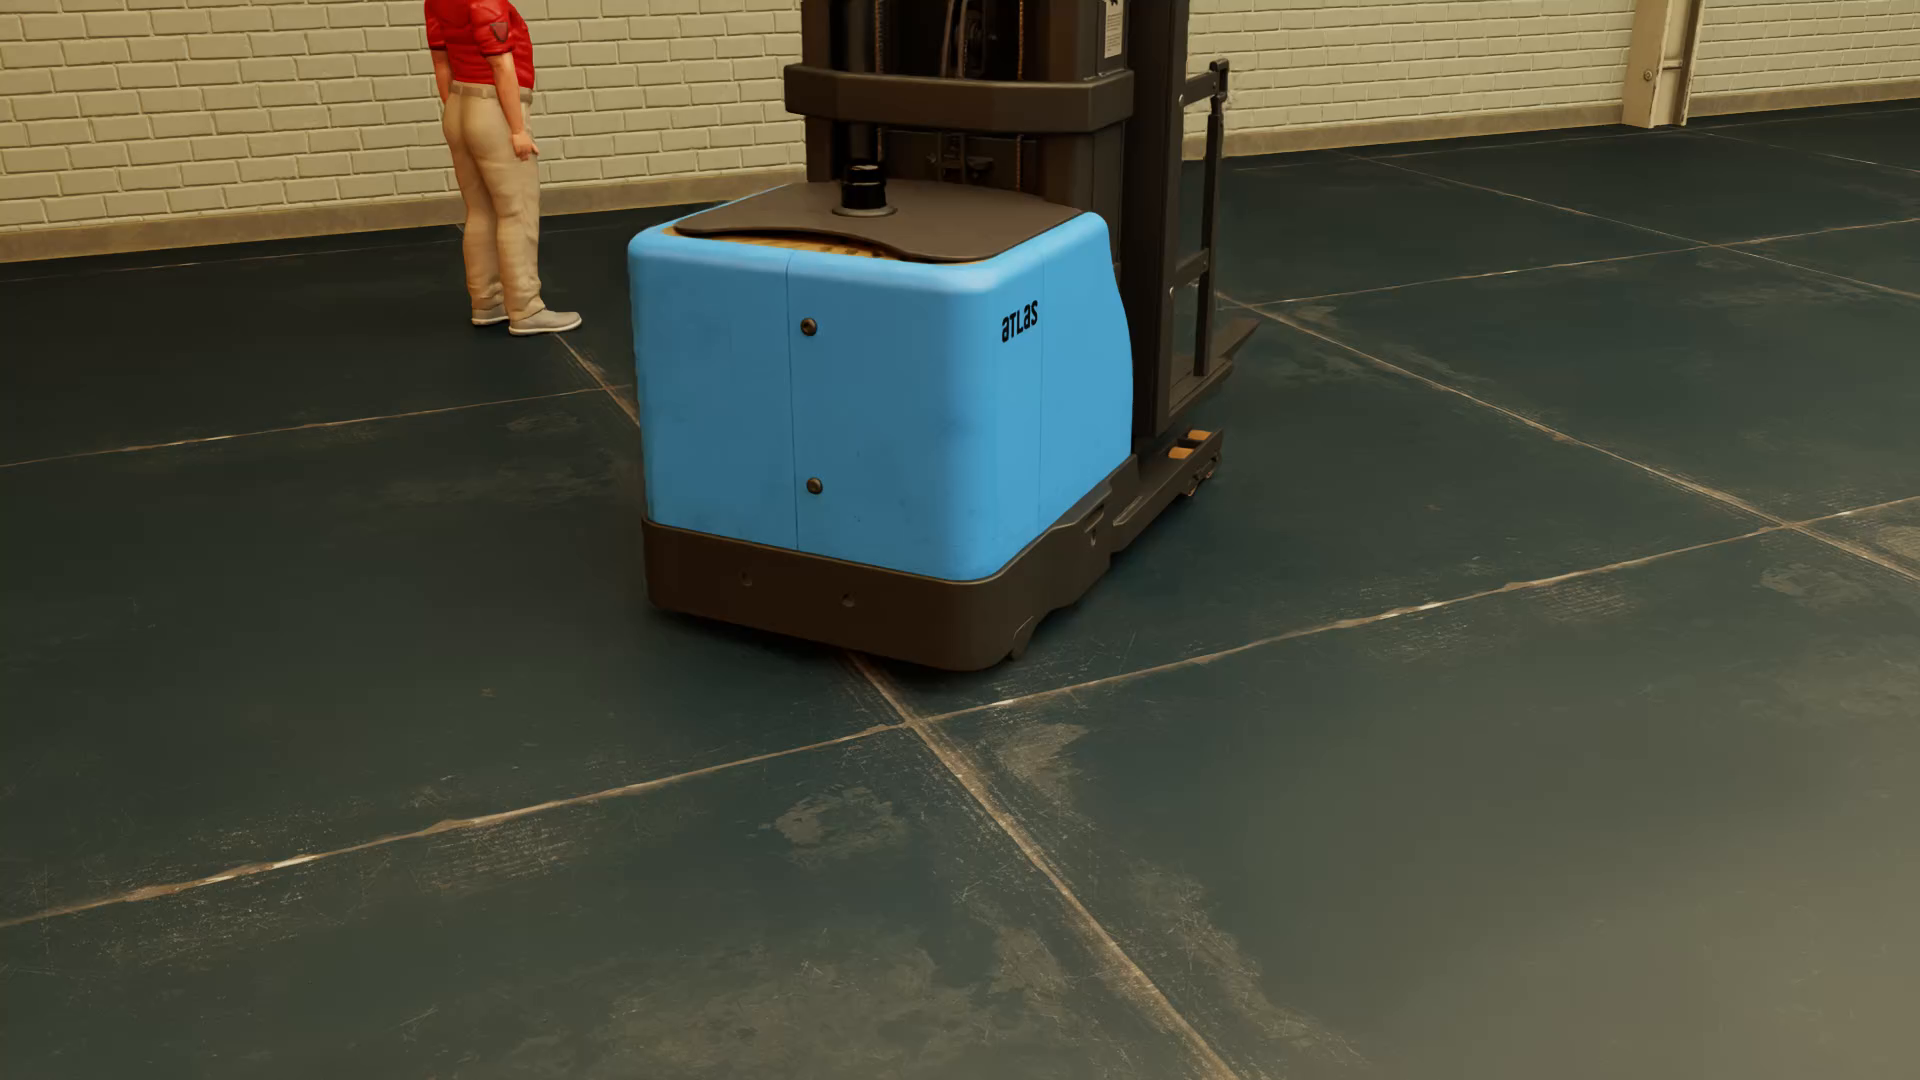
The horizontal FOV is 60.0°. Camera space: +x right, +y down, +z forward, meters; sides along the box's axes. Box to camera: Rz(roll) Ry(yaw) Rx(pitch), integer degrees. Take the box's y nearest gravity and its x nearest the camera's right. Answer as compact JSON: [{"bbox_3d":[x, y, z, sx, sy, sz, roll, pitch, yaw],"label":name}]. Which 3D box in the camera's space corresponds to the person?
[{"bbox_3d":[-1.979,-1.756,7.086,0.528,1.728,0.389,19,29,38],"label":"person"}]

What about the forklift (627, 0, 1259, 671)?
[{"bbox_3d":[0.236,-1.557,5.034,1.130,2.935,3.031,10,25,23],"label":"forklift"}]
